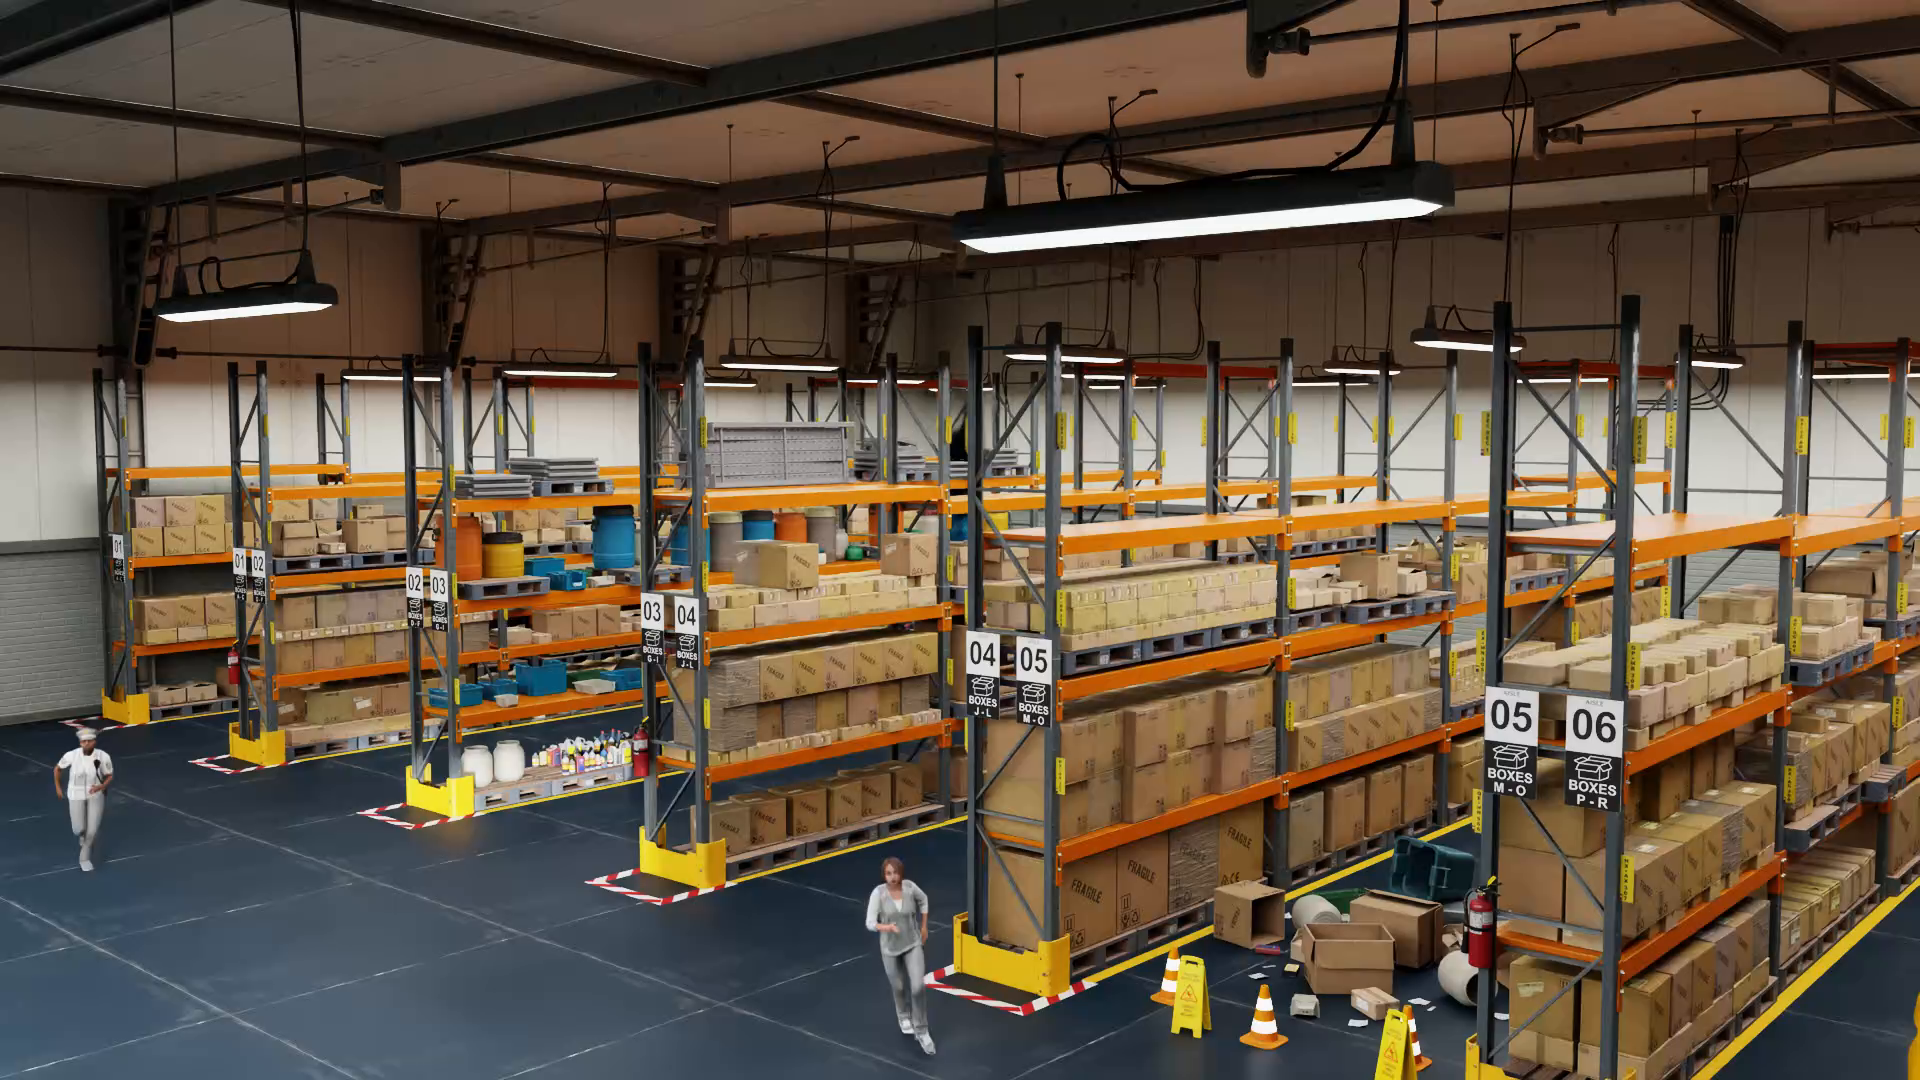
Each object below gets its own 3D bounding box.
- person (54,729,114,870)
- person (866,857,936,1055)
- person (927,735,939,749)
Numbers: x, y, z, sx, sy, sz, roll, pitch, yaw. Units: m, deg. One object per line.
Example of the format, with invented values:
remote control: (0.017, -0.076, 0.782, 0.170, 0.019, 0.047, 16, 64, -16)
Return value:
person: (-10.013, 2.960, 19.025, 0.615, 1.649, 0.638, -2, 5, -25)
person: (-0.492, 3.379, 13.618, 0.559, 1.596, 0.727, 0, 4, -5)
person: (-0.562, 2.507, 25.643, 0.695, 1.552, 0.866, 2, 4, 20)
